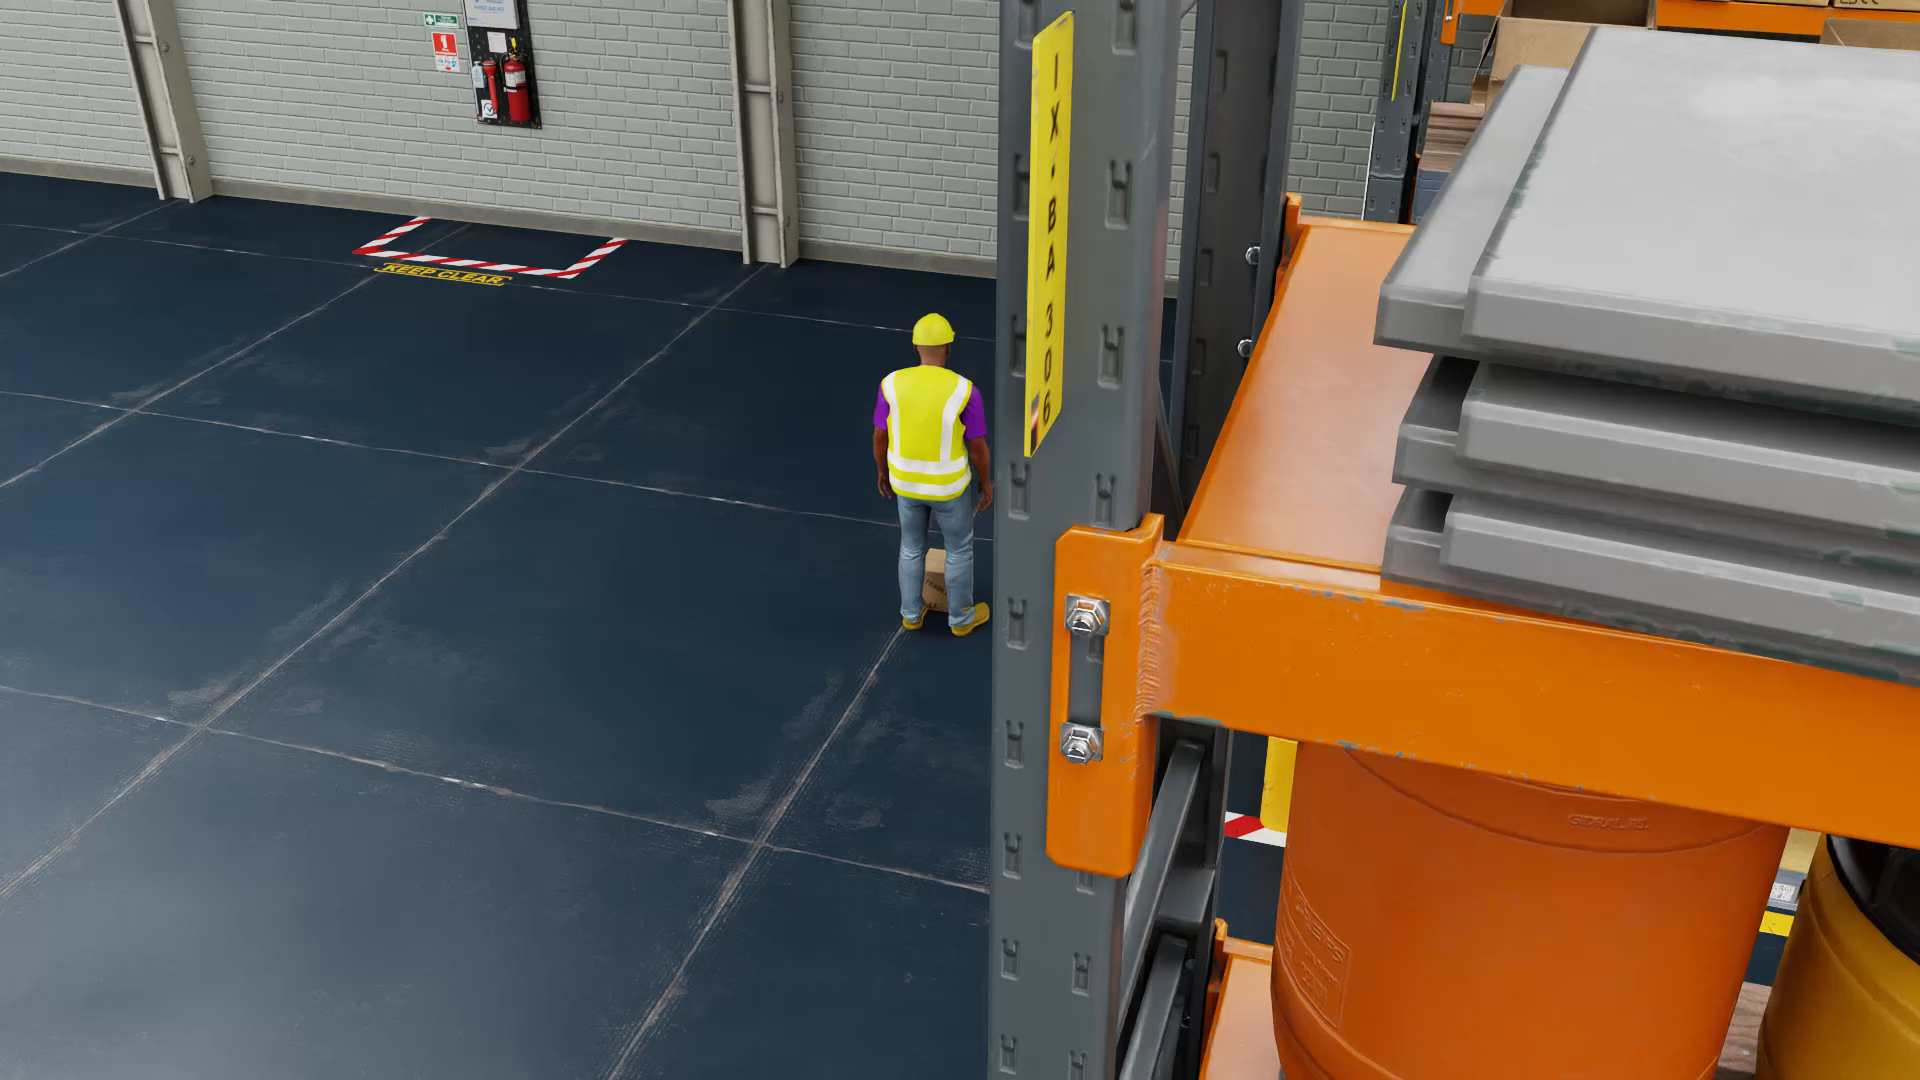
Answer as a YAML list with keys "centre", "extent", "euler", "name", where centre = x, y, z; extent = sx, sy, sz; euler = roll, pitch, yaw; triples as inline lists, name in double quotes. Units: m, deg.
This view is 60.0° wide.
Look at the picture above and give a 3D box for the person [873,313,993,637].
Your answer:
- centre: [-0.135, -0.325, 8.696]
  extent: [0.629, 1.757, 0.462]
  euler: [8, 30, 14]
  name: "person"
